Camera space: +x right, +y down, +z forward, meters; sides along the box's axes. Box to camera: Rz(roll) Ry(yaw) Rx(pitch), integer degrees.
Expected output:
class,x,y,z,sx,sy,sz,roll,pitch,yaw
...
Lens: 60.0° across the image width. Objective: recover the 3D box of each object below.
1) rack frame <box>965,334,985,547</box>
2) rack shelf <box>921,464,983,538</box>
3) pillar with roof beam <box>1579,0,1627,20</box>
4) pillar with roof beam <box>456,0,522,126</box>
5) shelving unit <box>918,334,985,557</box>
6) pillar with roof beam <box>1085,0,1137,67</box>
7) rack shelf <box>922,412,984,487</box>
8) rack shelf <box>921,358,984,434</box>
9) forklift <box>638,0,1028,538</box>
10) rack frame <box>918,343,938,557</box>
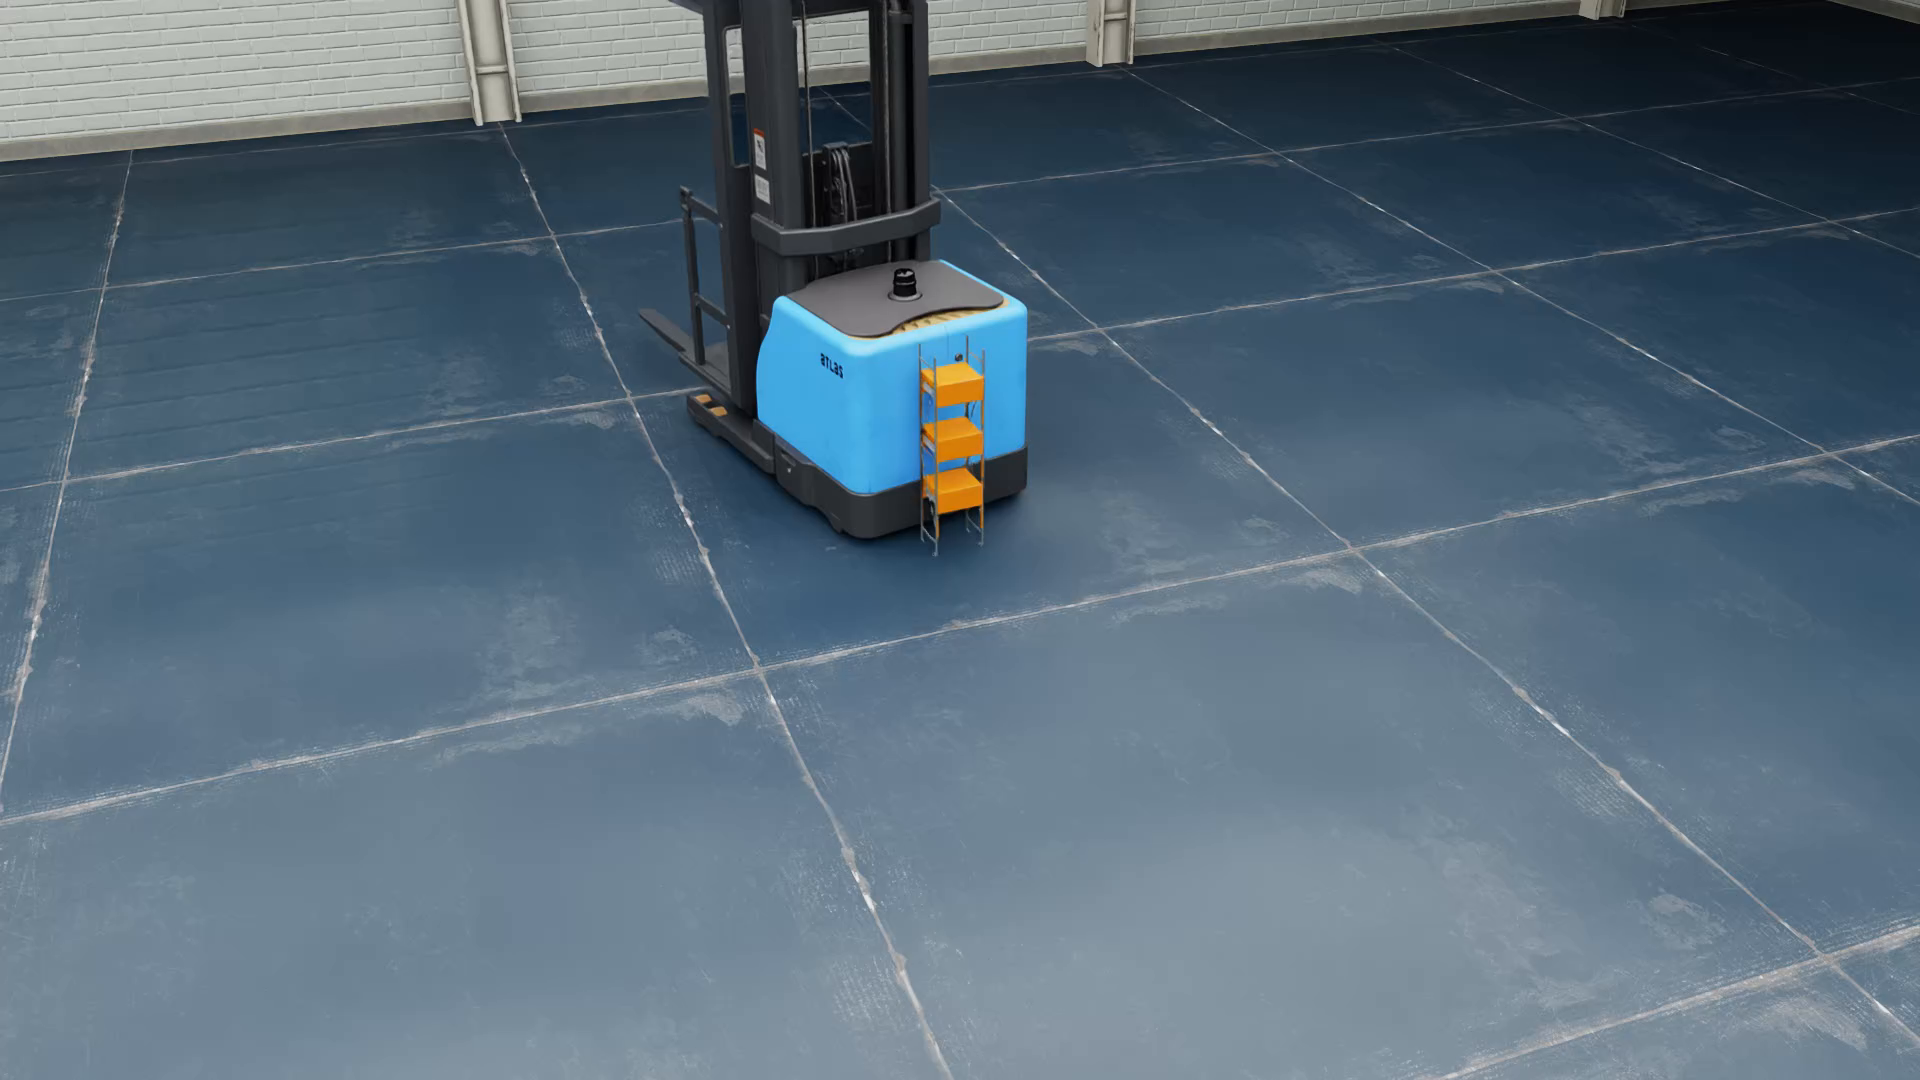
class,x,y,z,sx,sy,sz,roll,pitch,yaw
rack frame,0.071,-0.467,8.009,0.008,1.050,0.200,-12,32,-21
rack shelf,-0.040,-0.192,8.109,0.240,0.259,0.215,-12,32,-21
pillar with roof beam,8.618,-7.743,12.750,0.400,9.000,9.100,-10,31,-18
pillar with roof beam,-2.629,-5.672,9.115,0.400,9.000,9.100,-10,31,-18
shelving unit,-0.040,-0.443,7.966,0.252,1.050,0.215,-12,32,-21
pillar with roof beam,2.994,-6.707,10.933,0.400,9.000,9.100,-10,31,-18
rack shelf,-0.040,-0.433,7.971,0.240,0.259,0.215,-12,32,-21
rack shelf,-0.040,-0.680,7.831,0.240,0.259,0.215,-12,32,-21
forklift,-0.884,-1.966,8.741,1.130,2.935,3.031,-18,34,-29
rack frame,-0.152,-0.418,7.923,0.008,1.050,0.200,-12,32,-21
